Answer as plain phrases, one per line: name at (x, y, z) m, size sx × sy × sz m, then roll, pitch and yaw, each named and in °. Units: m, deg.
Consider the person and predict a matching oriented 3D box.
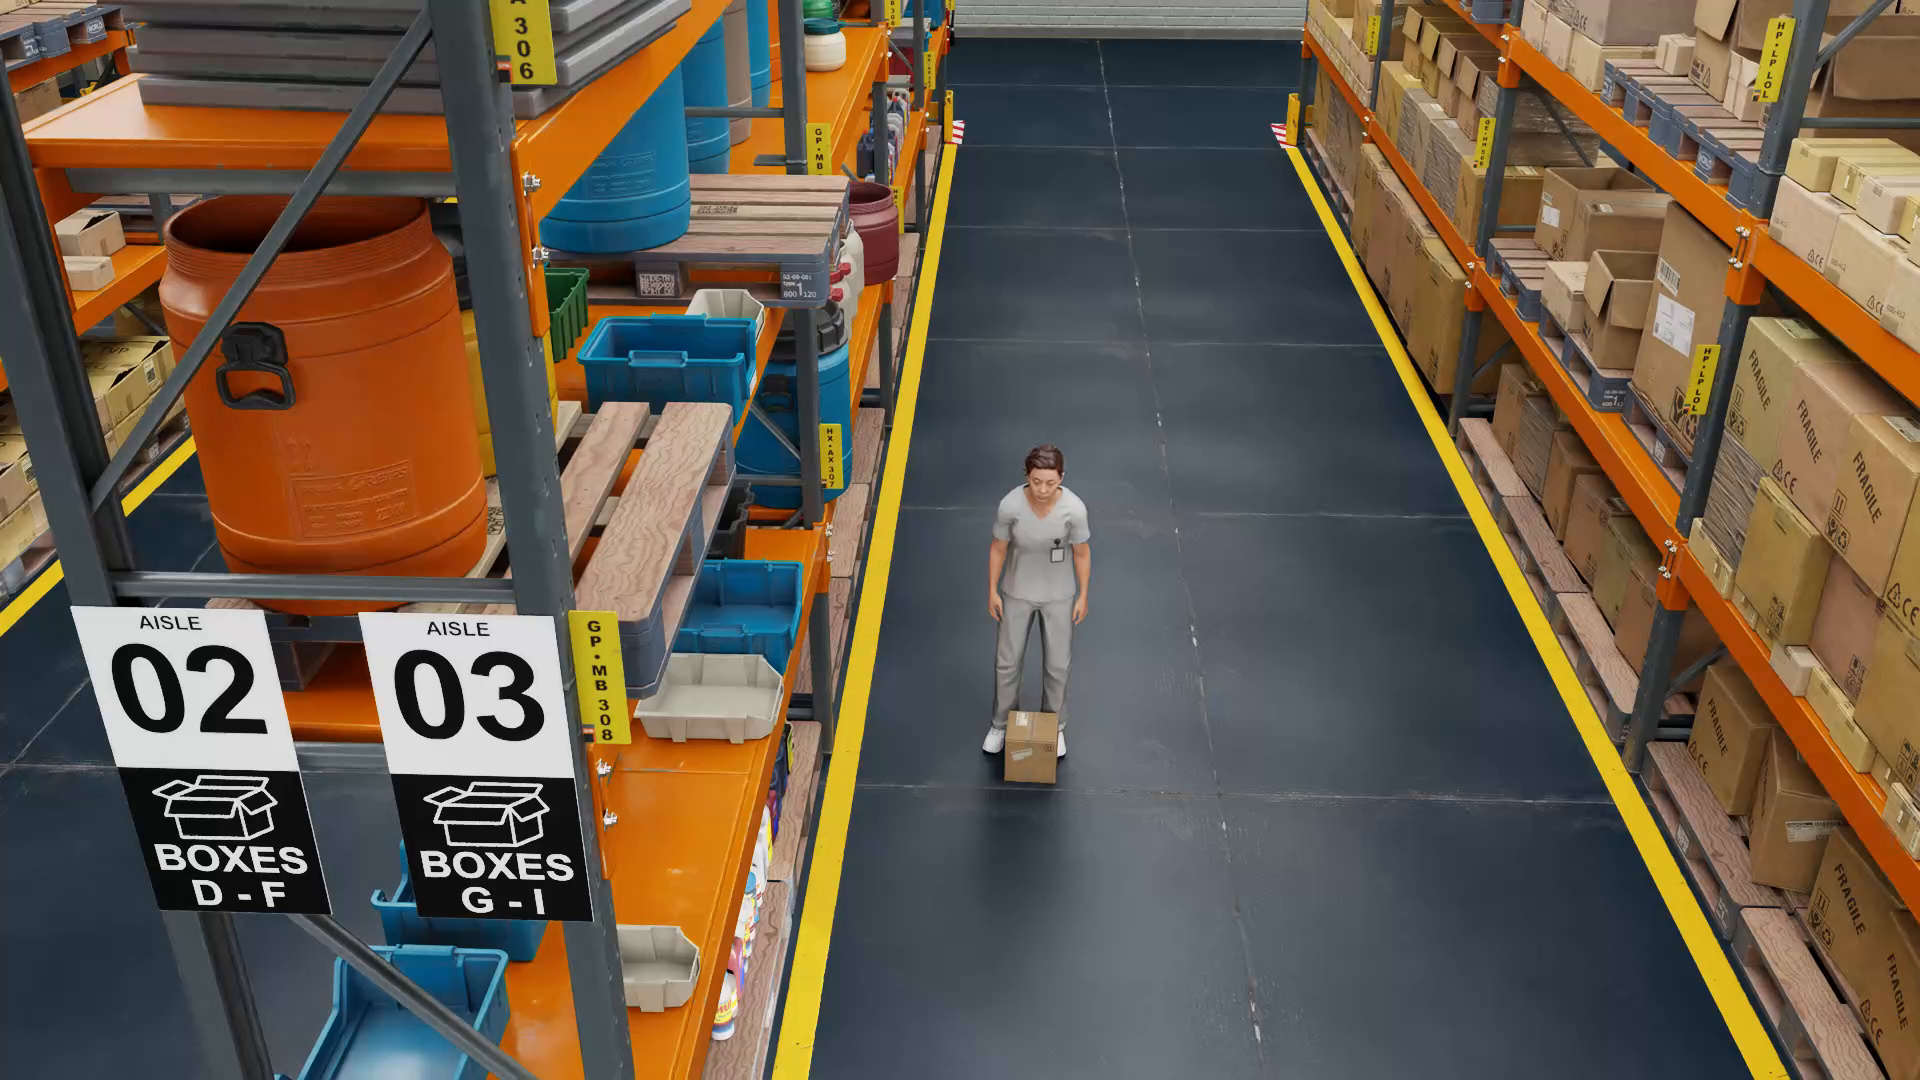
person at (0.377, 0.280, 8.098) m, size 0.502 × 1.672 × 0.354 m, roll 3°, pitch 28°, yaw 5°
